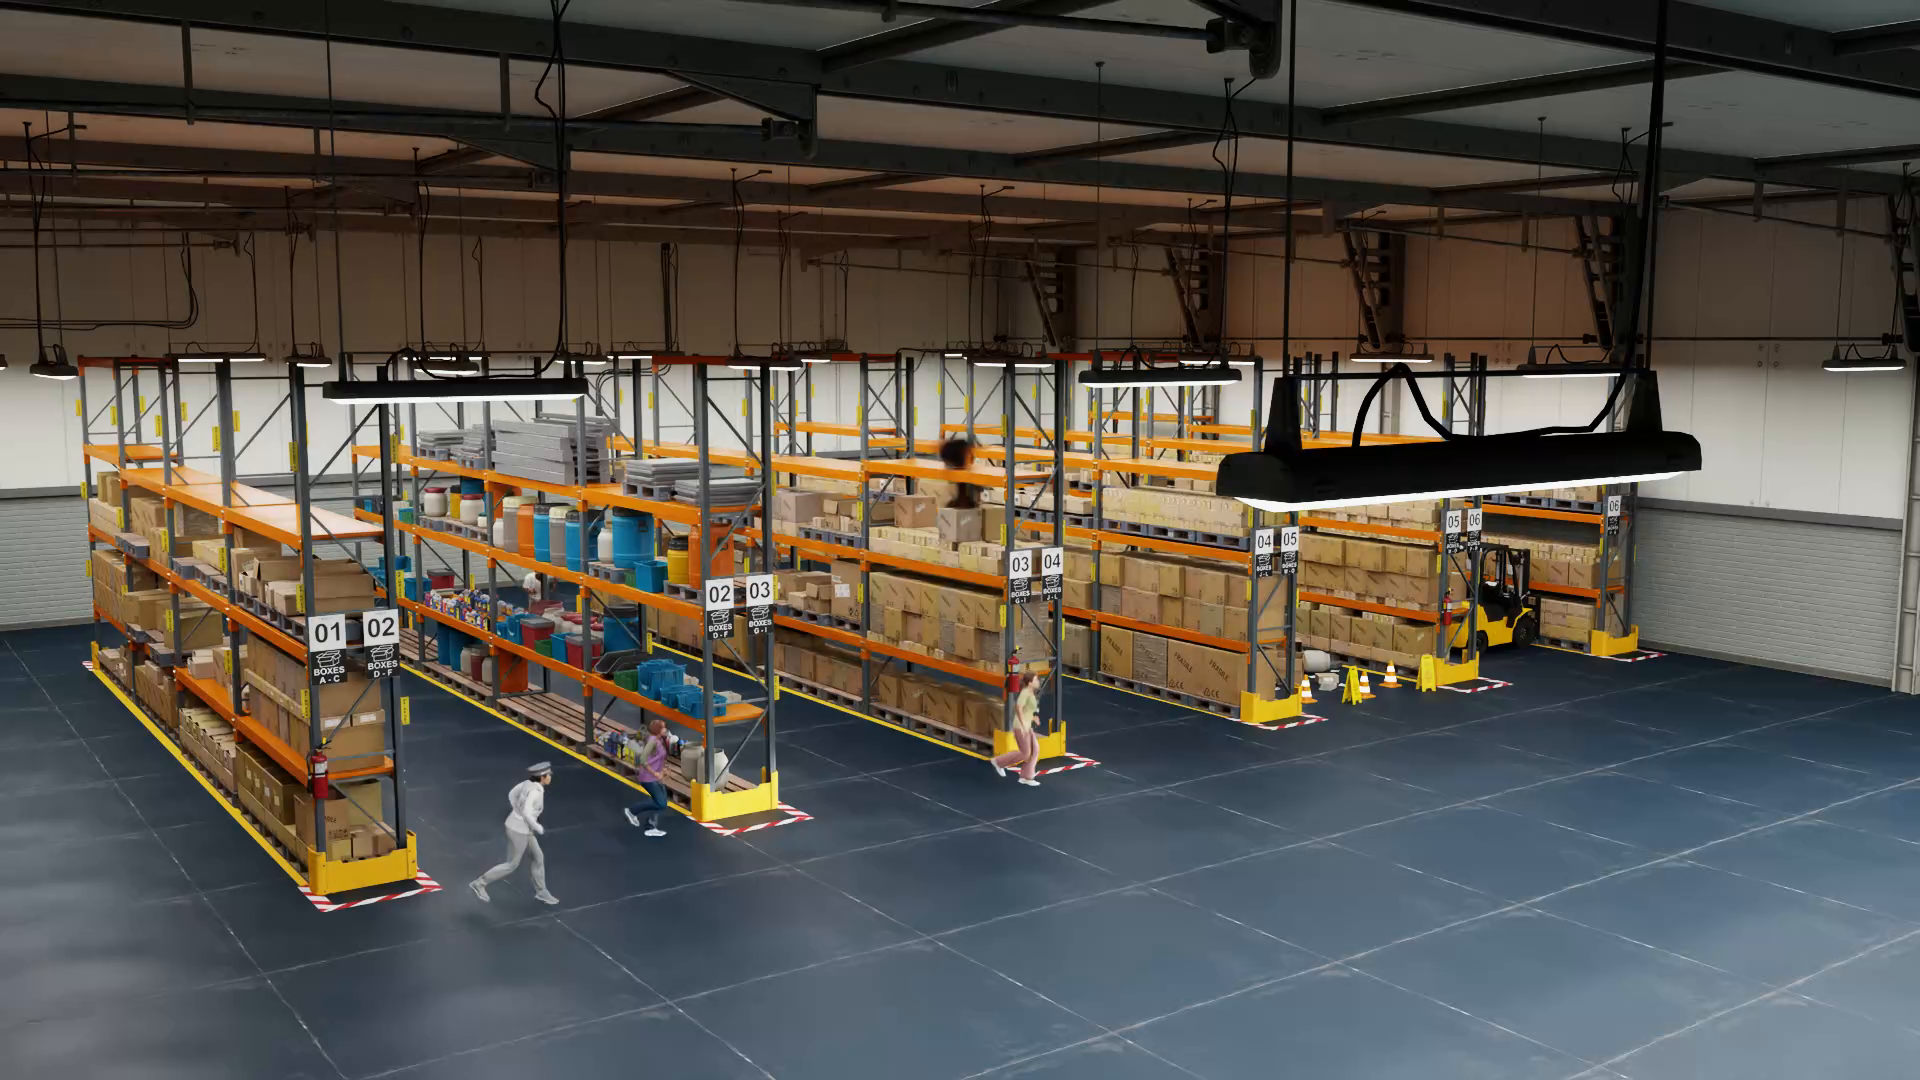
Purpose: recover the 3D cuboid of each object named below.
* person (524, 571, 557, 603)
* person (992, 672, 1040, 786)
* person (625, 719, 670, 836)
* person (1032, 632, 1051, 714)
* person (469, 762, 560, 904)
[{"bbox_3d":[-8.914,1.241,35.385,0.730,1.583,0.899,-3,7,-21],"label":"person"},{"bbox_3d":[0.805,2.677,23.714,0.701,1.628,0.599,1,7,9],"label":"person"},{"bbox_3d":[-3.999,3.026,21.204,0.559,1.519,0.519,1,7,6],"label":"person"},{"bbox_3d":[1.280,2.085,28.220,0.689,1.678,0.527,6,9,41],"label":"person"},{"bbox_3d":[-4.994,3.317,18.551,0.965,1.632,0.645,-3,8,-25],"label":"person"}]
